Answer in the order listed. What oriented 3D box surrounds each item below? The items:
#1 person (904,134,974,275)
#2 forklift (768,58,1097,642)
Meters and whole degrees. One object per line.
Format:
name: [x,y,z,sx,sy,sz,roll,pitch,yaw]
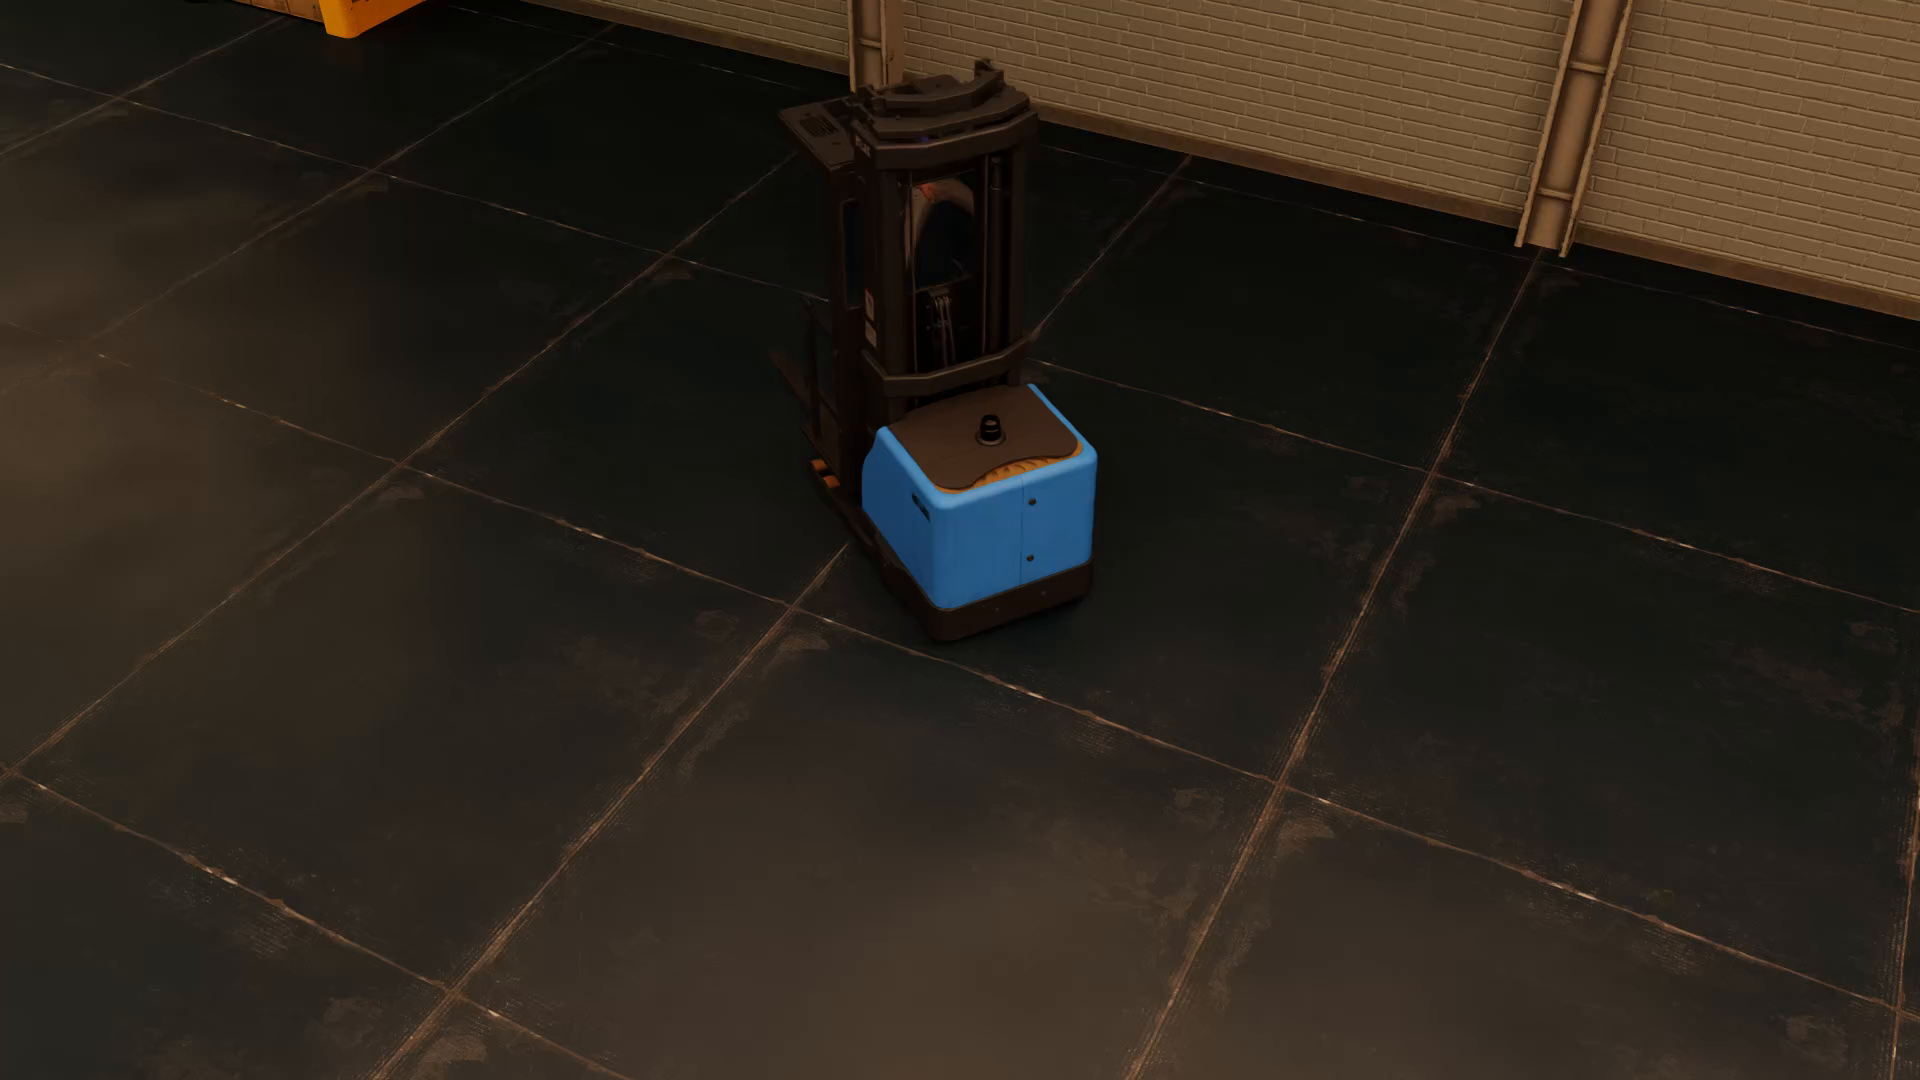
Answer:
person: [-0.075,-2.584,12.204,1.253,1.447,0.796,-17,43,-20]
forklift: [-0.338,-1.486,9.751,1.130,2.935,3.031,-18,43,-20]
